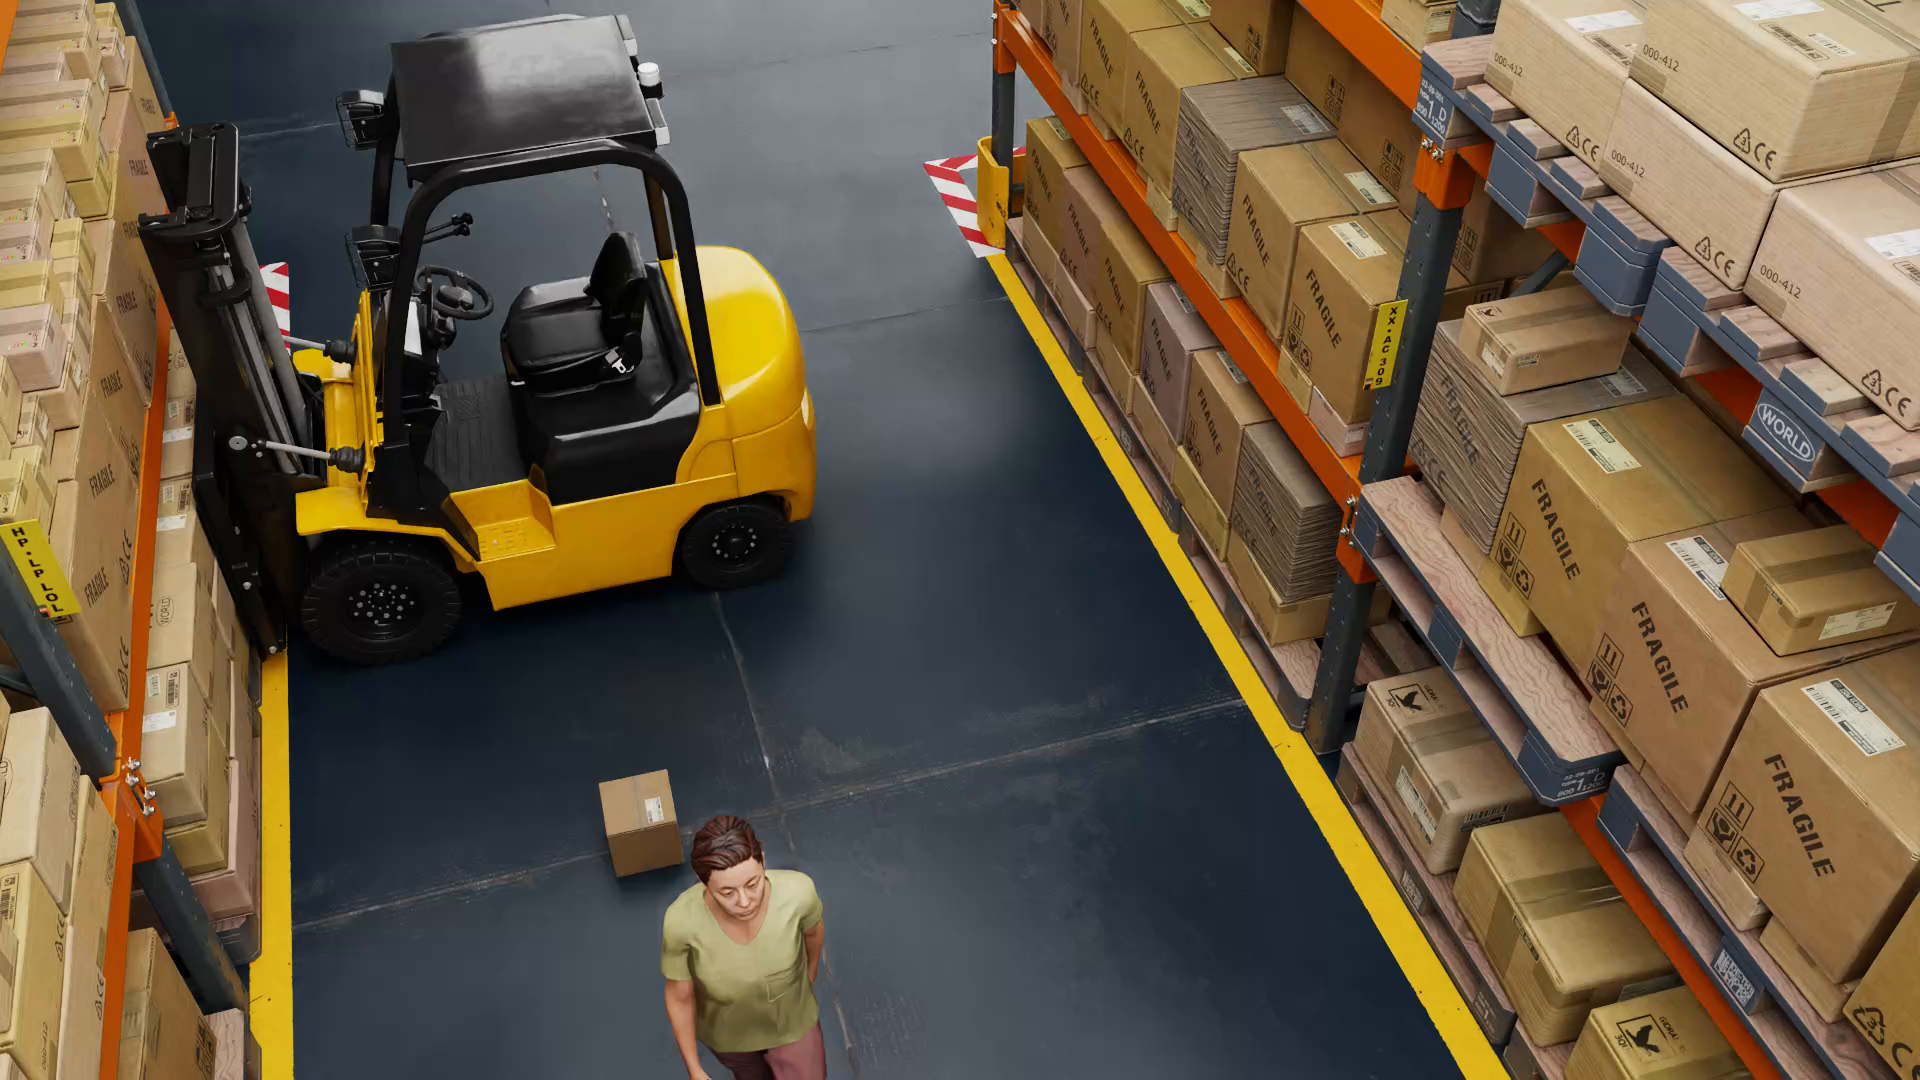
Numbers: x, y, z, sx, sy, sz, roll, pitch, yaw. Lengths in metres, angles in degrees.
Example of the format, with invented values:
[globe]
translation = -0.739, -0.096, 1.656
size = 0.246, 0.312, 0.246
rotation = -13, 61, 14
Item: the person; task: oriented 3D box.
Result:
[person]
translation = -0.571, 1.393, 4.618
size = 0.443, 1.635, 0.943
rotation = -5, 43, -6
